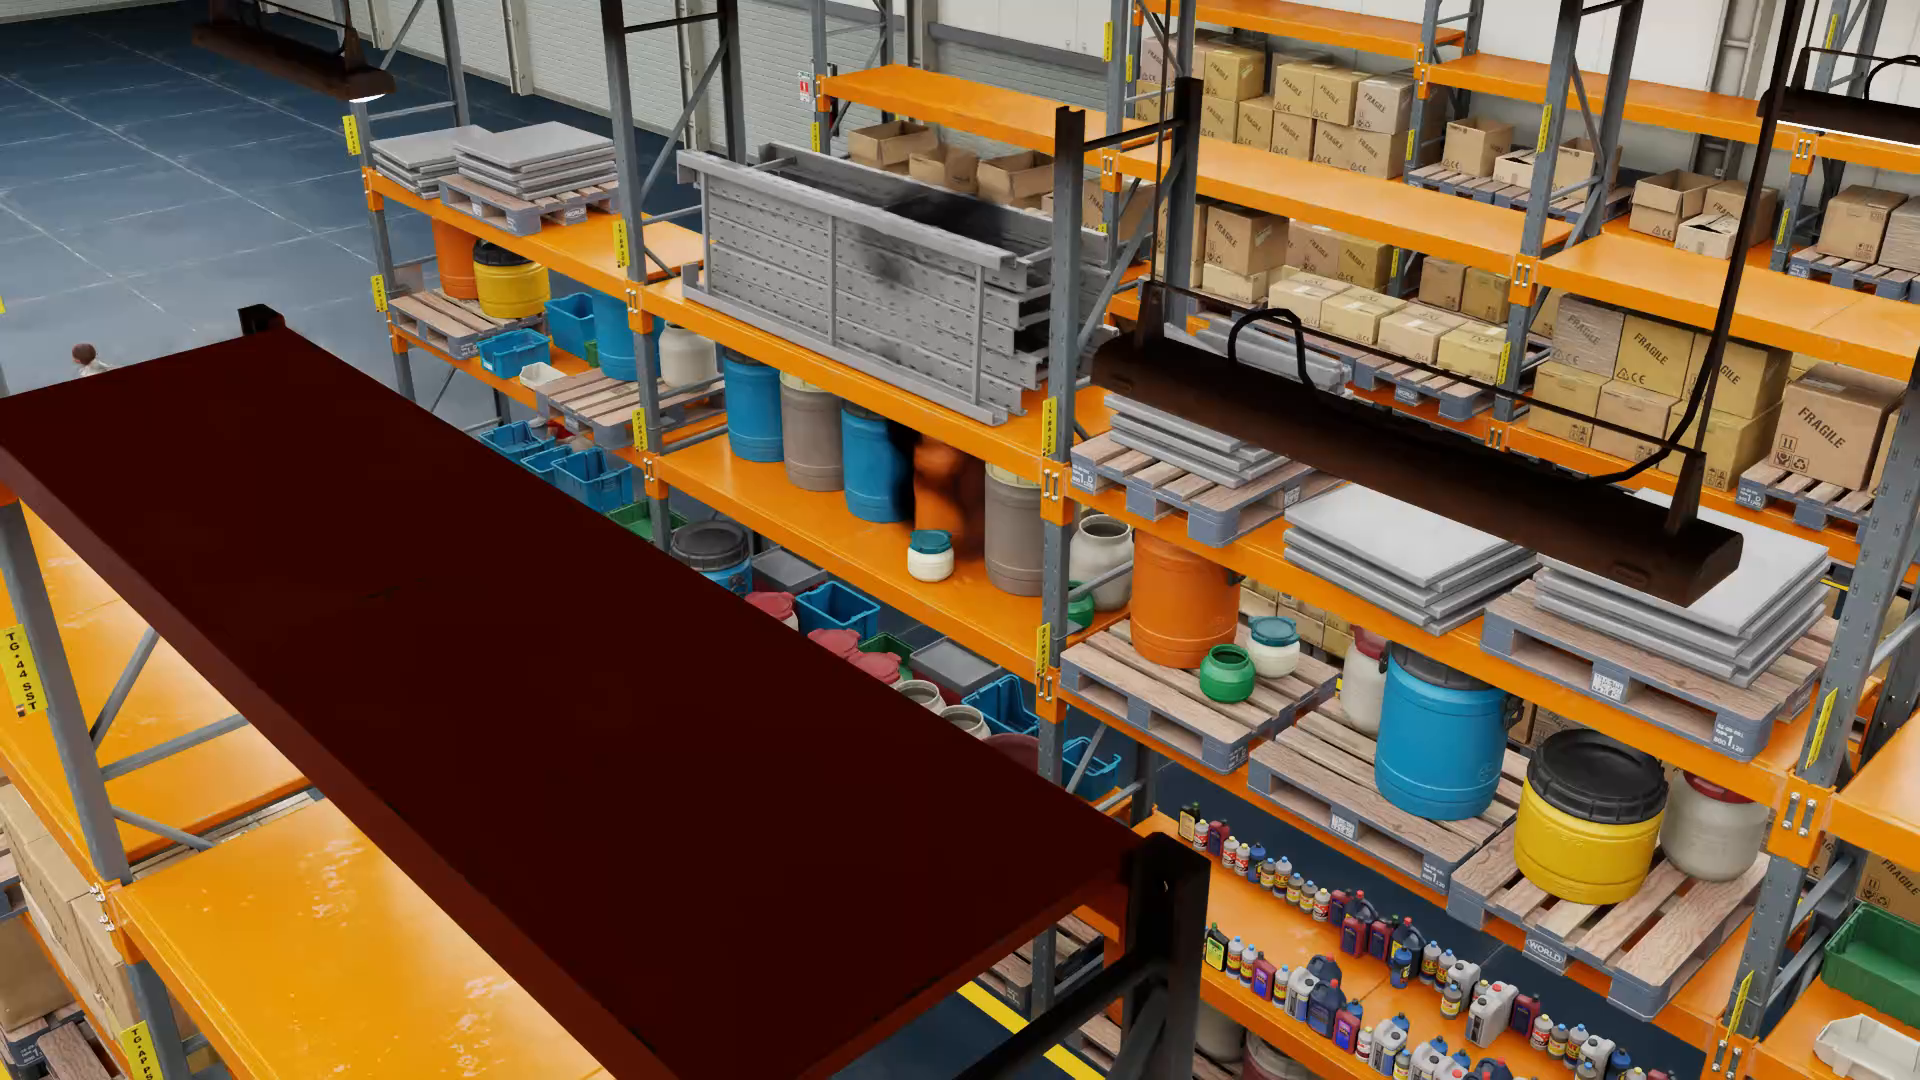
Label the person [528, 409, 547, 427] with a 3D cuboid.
[{"bbox_3d":[-4.976,-2.058,18.965,0.540,1.643,0.608,-13,31,-22],"label":"person"}]

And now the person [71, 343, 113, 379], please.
[{"bbox_3d":[-9.099,-1.320,17.611,0.686,1.640,0.520,-11,30,-19],"label":"person"}]

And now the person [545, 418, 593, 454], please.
[{"bbox_3d":[-3.926,-0.966,16.938,0.583,1.679,0.704,18,33,30],"label":"person"}]
